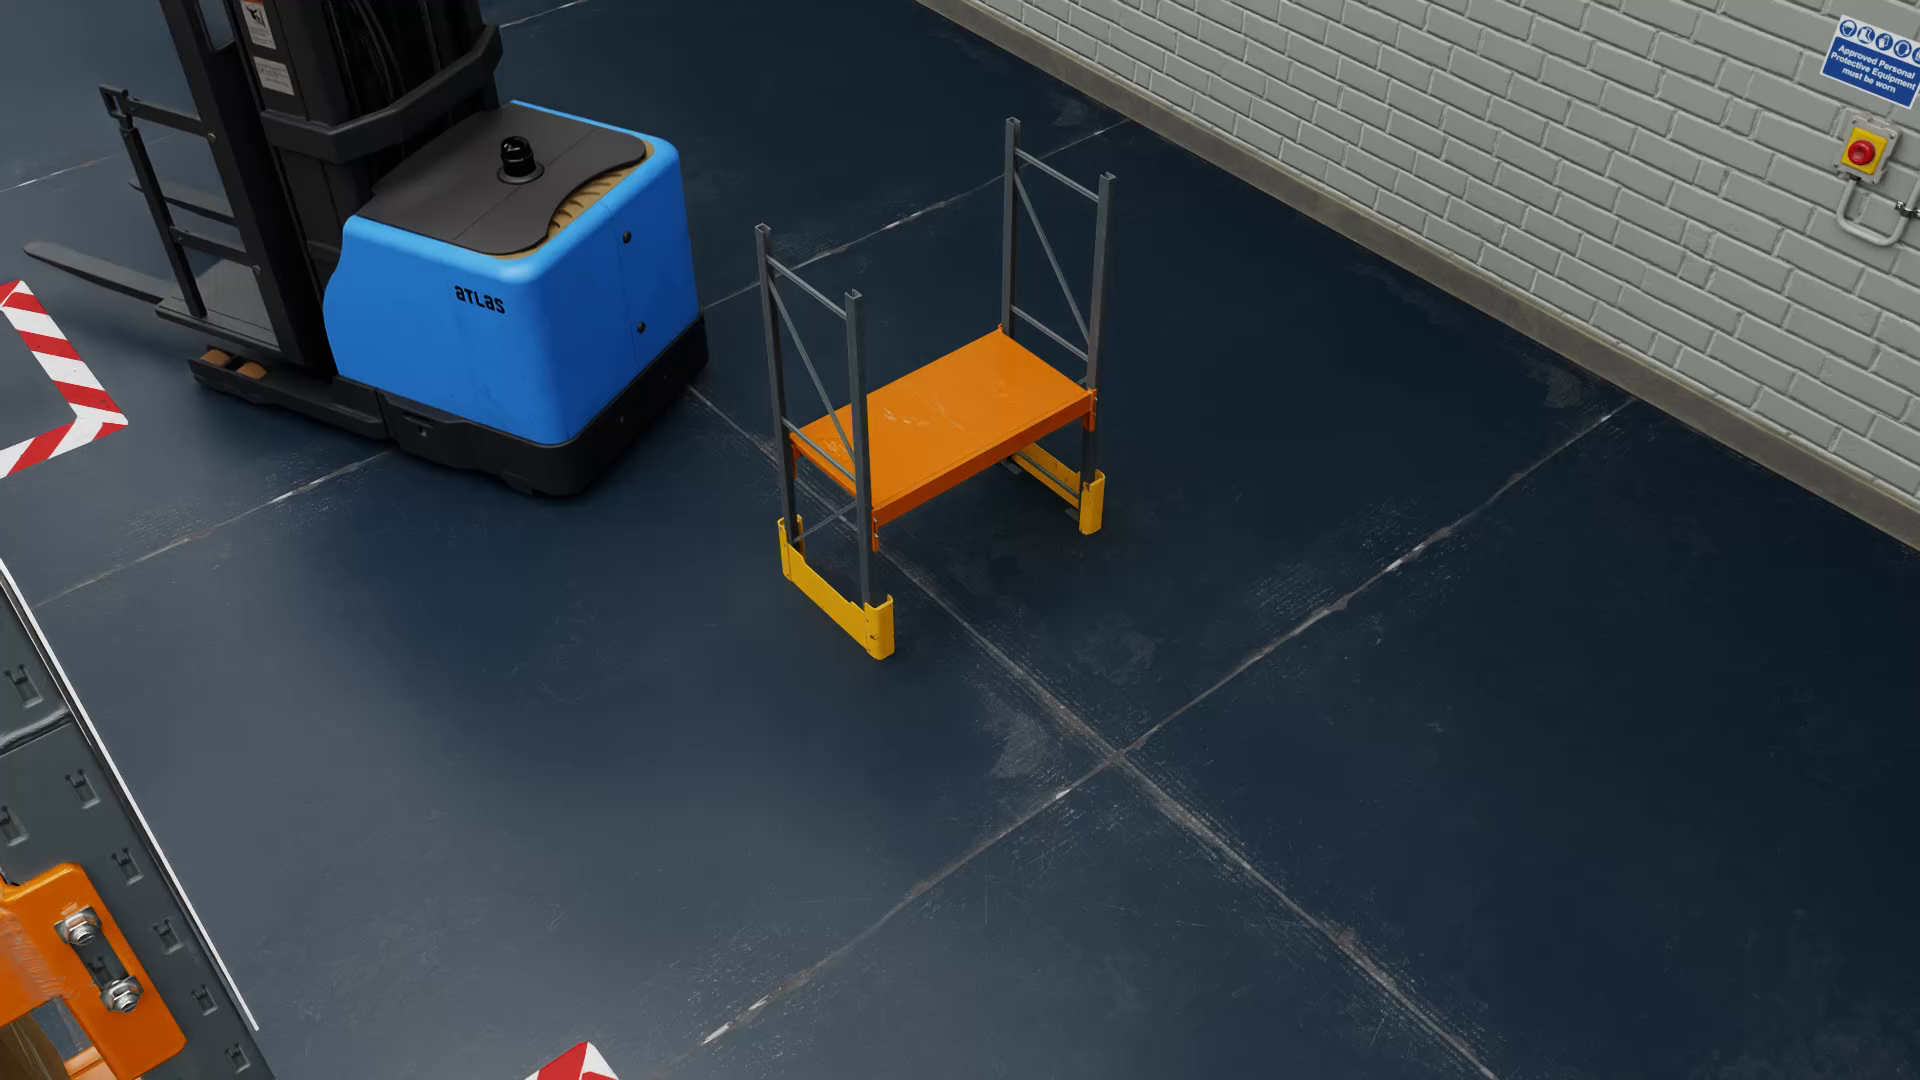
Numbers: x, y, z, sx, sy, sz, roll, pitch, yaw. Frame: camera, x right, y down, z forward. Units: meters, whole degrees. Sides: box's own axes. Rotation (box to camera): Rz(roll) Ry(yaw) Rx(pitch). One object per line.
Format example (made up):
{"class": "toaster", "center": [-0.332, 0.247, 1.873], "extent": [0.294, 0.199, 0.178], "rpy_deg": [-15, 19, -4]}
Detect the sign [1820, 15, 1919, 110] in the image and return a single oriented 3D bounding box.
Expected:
{"class": "sign", "center": [3.066, -1.600, 5.565], "extent": [0.001, 0.218, 0.327], "rpy_deg": [-30, 51, -28]}

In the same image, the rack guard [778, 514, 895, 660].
{"class": "rack guard", "center": [-0.440, 0.161, 5.896], "extent": [0.087, 0.250, 0.587], "rpy_deg": [-30, 51, -28]}

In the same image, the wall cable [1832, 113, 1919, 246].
{"class": "wall cable", "center": [3.050, -1.831, 5.244], "extent": [0.123, 1.953, 0.585], "rpy_deg": [-30, 51, -28]}

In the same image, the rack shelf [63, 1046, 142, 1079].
{"class": "rack shelf", "center": [-2.794, 2.180, 2.263], "extent": [4.000, 0.370, 1.077], "rpy_deg": [-30, 51, -28]}

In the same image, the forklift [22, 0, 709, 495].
{"class": "forklift", "center": [-2.605, -1.937, 6.171], "extent": [3.031, 2.935, 1.130], "rpy_deg": [18, 46, 19]}

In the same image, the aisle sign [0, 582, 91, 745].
{"class": "aisle sign", "center": [-1.391, -0.092, 2.258], "extent": [0.004, 0.787, 0.394], "rpy_deg": [-30, 51, -28]}

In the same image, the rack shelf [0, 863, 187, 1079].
{"class": "rack shelf", "center": [-2.794, 1.087, 1.236], "extent": [4.000, 0.370, 1.077], "rpy_deg": [-30, 51, -28]}

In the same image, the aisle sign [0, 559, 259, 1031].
{"class": "aisle sign", "center": [-1.006, 0.223, 1.922], "extent": [0.004, 0.787, 0.394], "rpy_deg": [-30, 51, -28]}

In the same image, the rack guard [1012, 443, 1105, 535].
{"class": "rack guard", "center": [0.323, -0.276, 6.362], "extent": [0.087, 0.250, 0.587], "rpy_deg": [-30, 51, -28]}

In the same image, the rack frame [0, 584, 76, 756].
{"class": "rack frame", "center": [-1.260, -1.147, 0.898], "extent": [0.127, 3.000, 1.000], "rpy_deg": [-30, 51, -28]}

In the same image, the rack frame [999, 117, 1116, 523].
{"class": "rack frame", "center": [0.324, -0.733, 5.934], "extent": [0.032, 1.500, 0.500], "rpy_deg": [-30, 51, -28]}

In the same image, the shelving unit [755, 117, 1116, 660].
{"class": "shelving unit", "center": [-0.058, -0.513, 5.701], "extent": [1.083, 1.500, 0.587], "rpy_deg": [-30, 51, -28]}

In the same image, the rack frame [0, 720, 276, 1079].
{"class": "rack frame", "center": [-1.260, 1.040, 2.952], "extent": [0.127, 3.000, 1.000], "rpy_deg": [-30, 51, -28]}

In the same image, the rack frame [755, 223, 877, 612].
{"class": "rack frame", "center": [-0.455, -0.286, 5.459], "extent": [0.032, 1.500, 0.500], "rpy_deg": [-30, 51, -28]}

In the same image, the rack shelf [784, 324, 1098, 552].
{"class": "rack shelf", "center": [-0.065, -0.378, 5.820], "extent": [1.000, 0.185, 0.538], "rpy_deg": [-30, 51, -28]}

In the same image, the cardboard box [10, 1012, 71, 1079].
{"class": "cardboard box", "center": [-1.812, 1.063, 2.854], "extent": [0.500, 0.500, 0.500], "rpy_deg": [-30, 51, -28]}
